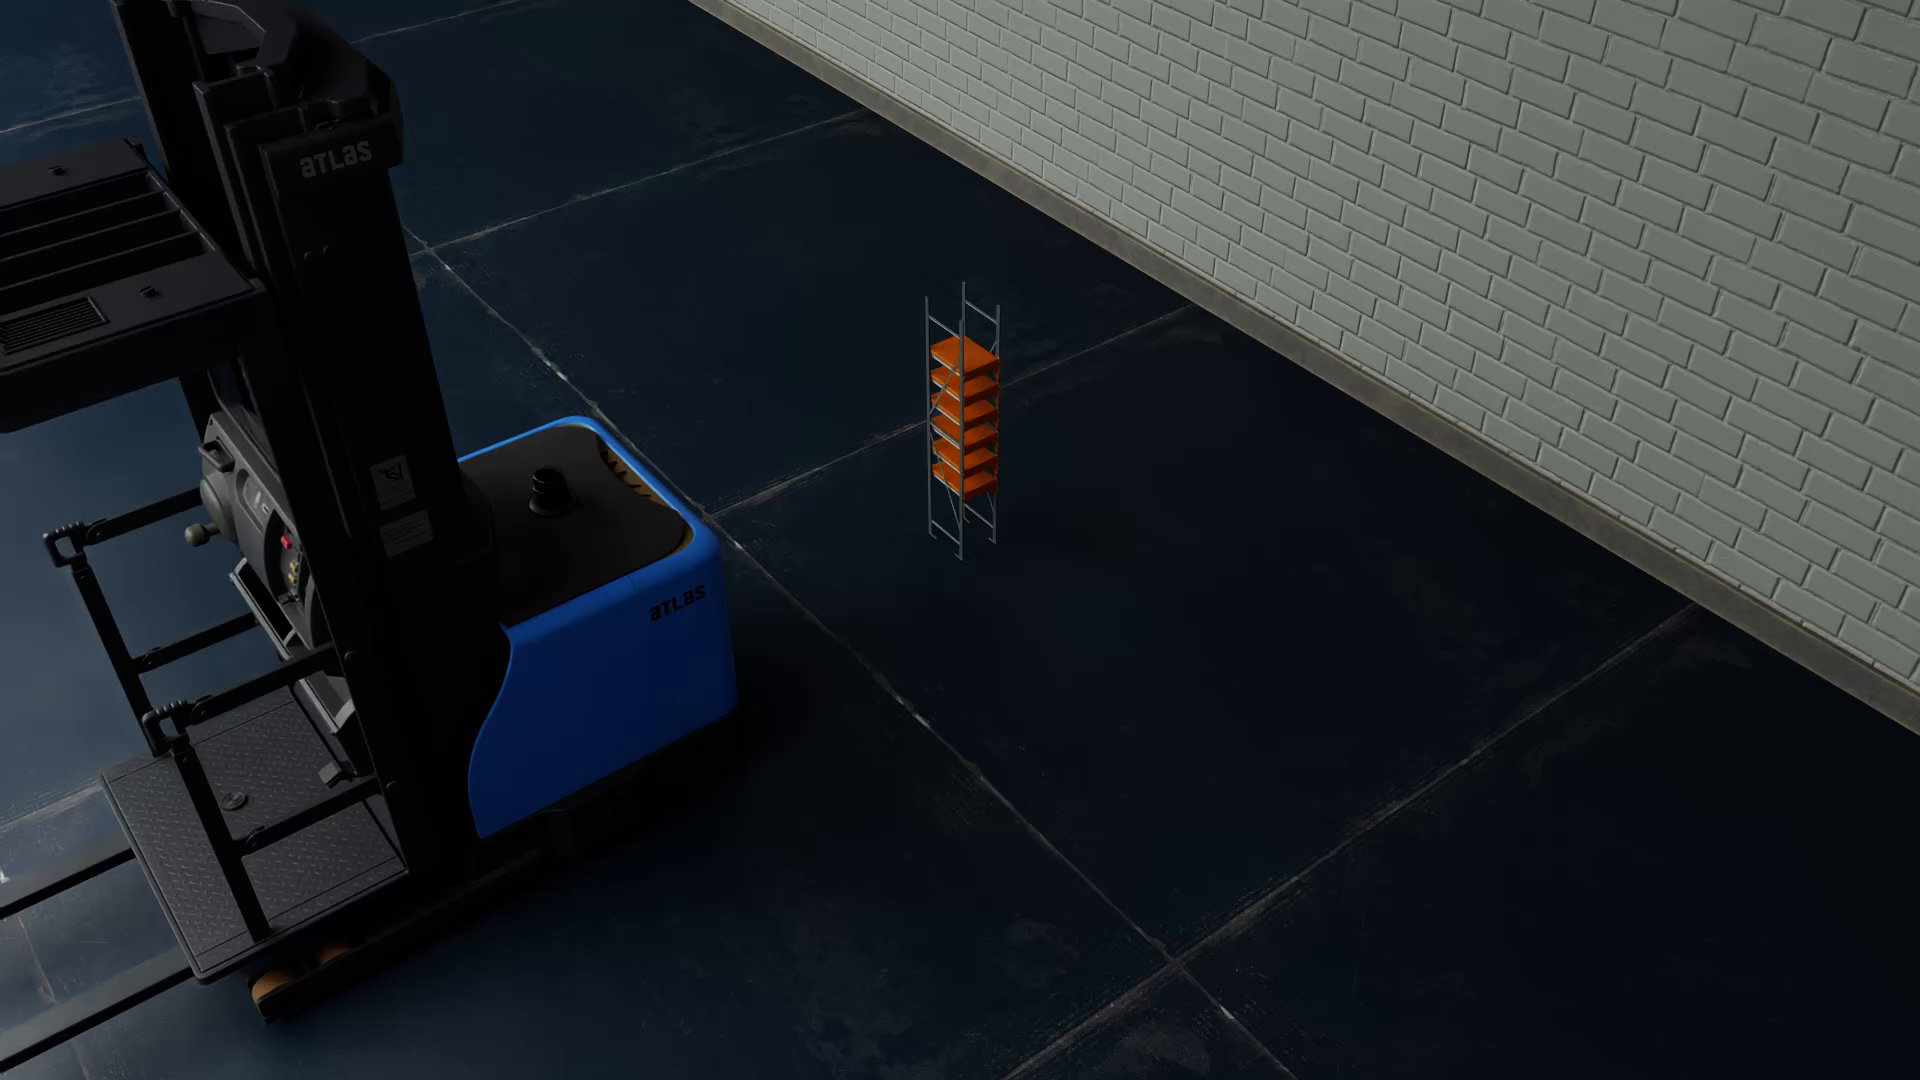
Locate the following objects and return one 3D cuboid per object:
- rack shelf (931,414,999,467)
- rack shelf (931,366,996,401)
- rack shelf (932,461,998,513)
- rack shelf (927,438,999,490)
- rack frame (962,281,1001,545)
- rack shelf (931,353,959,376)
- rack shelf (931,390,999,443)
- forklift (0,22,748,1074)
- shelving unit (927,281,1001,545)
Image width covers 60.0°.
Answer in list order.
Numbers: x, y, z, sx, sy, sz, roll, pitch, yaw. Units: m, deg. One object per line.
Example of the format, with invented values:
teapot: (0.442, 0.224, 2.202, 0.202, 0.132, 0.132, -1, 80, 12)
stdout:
rack shelf: (0.011, -0.435, 6.904, 0.180, 0.103, 0.258, -26, 46, -28)
rack shelf: (0.011, -0.642, 6.735, 0.171, 0.034, 0.221, -26, 46, -28)
rack shelf: (0.011, -0.250, 7.057, 0.180, 0.103, 0.258, -26, 46, -28)
rack shelf: (0.011, -0.342, 6.981, 0.180, 0.103, 0.258, -26, 46, -28)
rack frame: (0.084, -0.505, 6.919, 0.006, 1.200, 0.240, -26, 46, -28)
rack shelf: (0.011, -0.729, 6.664, 0.166, 0.020, 0.199, -26, 46, -28)
rack shelf: (0.011, -0.528, 6.828, 0.180, 0.103, 0.258, -26, 46, -28)
forklift: (-2.269, 0.078, 4.949, 3.031, 2.797, 1.129, -26, 46, -28)
shelving unit: (0.013, -0.470, 6.877, 0.184, 1.200, 0.258, -26, 46, -28)
